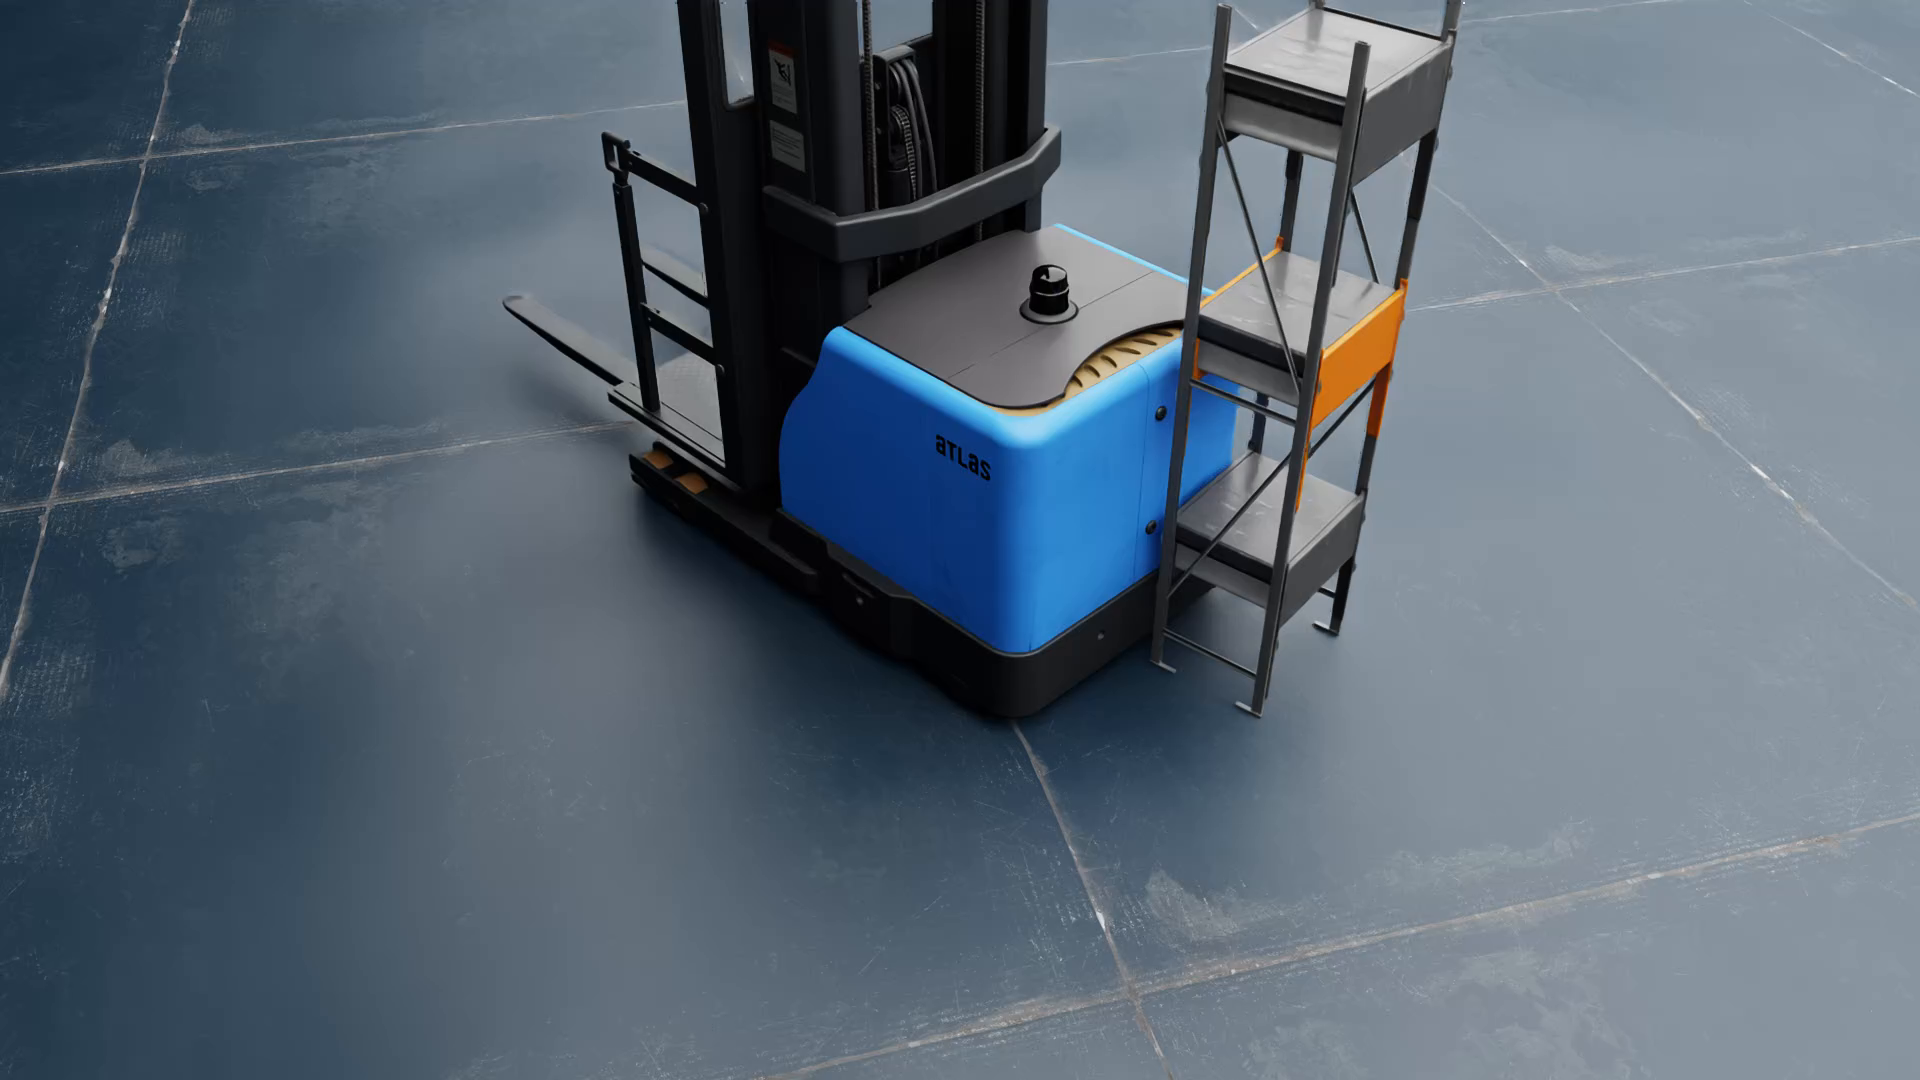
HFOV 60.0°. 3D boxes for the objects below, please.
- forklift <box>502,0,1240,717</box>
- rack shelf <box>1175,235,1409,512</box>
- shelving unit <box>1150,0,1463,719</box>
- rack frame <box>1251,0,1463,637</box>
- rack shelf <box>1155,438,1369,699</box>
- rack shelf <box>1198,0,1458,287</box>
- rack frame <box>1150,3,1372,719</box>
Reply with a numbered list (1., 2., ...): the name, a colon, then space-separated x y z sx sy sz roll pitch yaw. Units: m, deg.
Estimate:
1. forklift: -0.529 -1.432 5.209 1.130 2.935 3.031 -31 47 -34
2. rack shelf: 0.917 -0.473 4.659 0.431 0.518 0.480 26 45 29
3. shelving unit: 0.917 -0.484 4.650 0.431 2.100 0.503 26 45 29
4. rack frame: 1.070 -0.600 4.801 0.400 2.100 0.015 26 45 29
5. rack shelf: 0.913 0.080 5.088 0.431 0.518 0.480 26 45 29
6. rack shelf: 0.922 -1.026 4.230 0.431 0.518 0.480 26 45 29
7. rack frame: 0.764 -0.368 4.499 0.400 2.100 0.015 26 45 29
